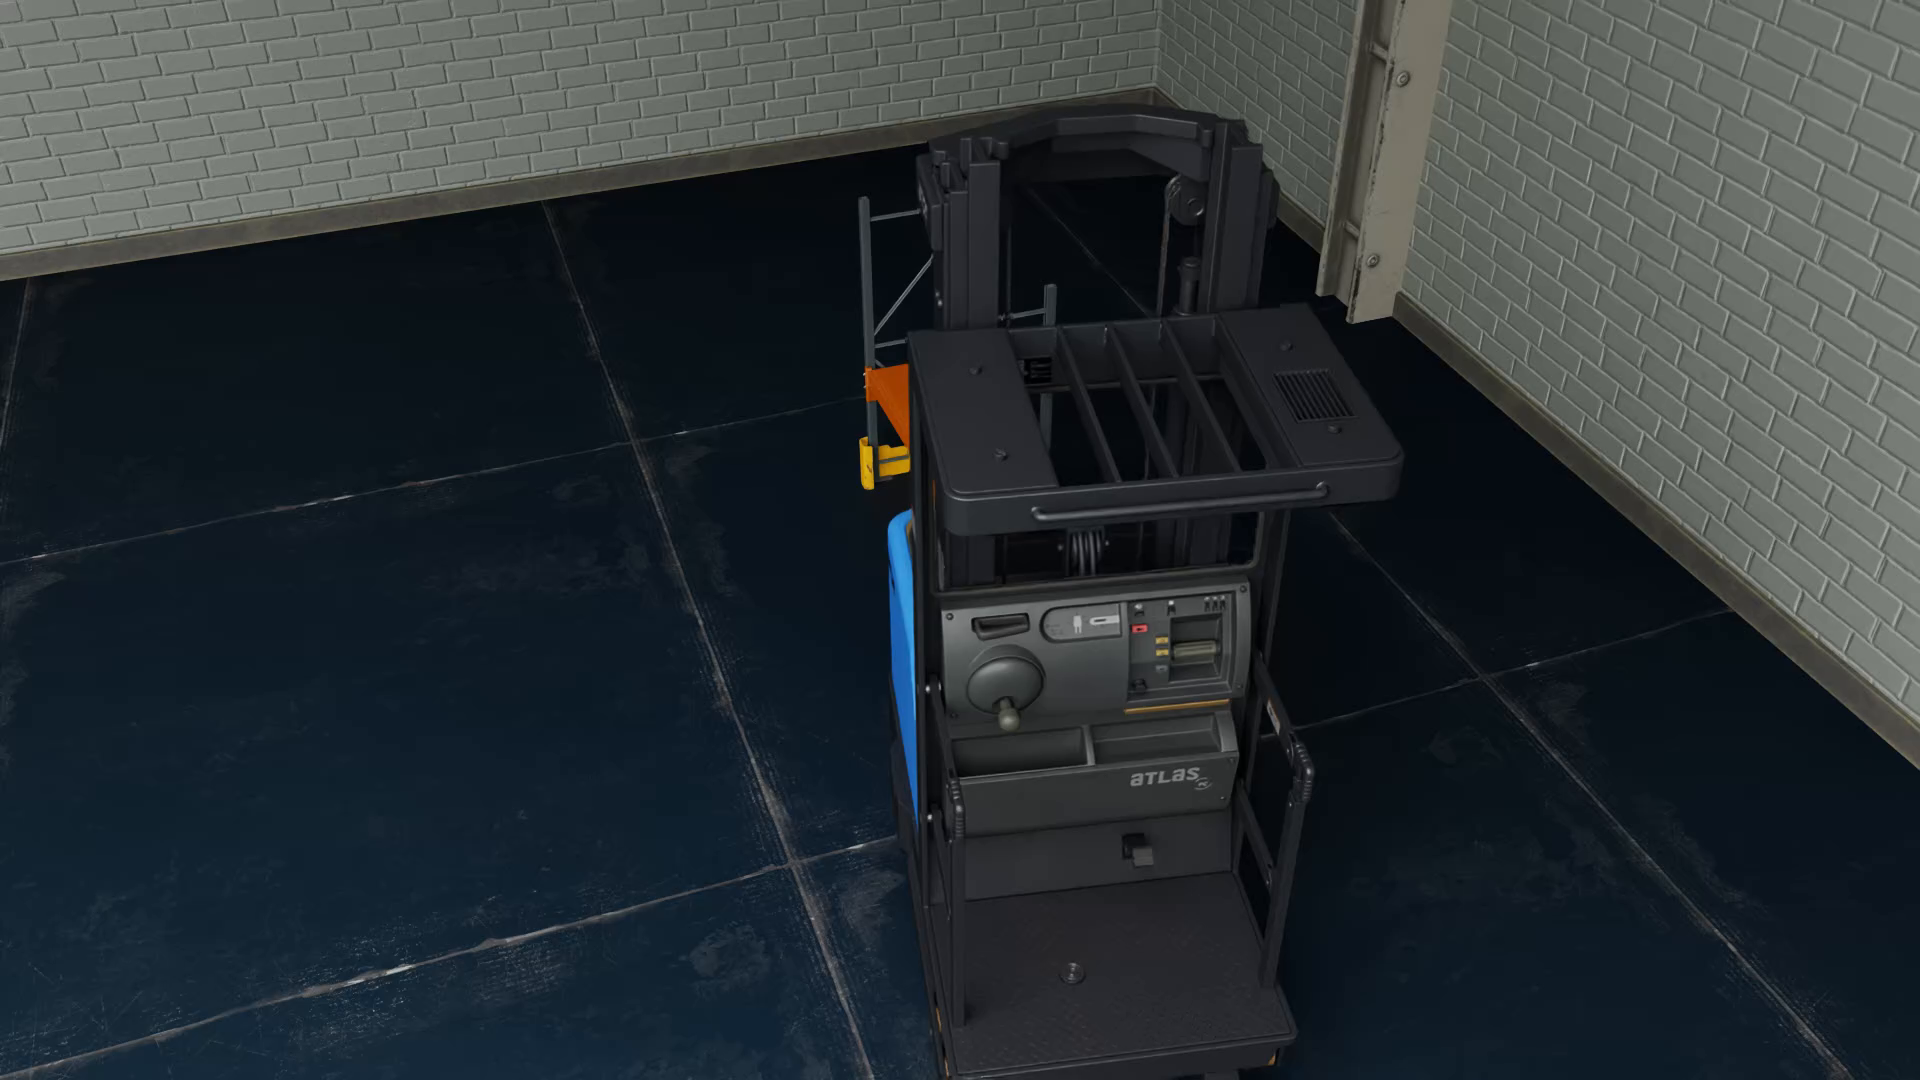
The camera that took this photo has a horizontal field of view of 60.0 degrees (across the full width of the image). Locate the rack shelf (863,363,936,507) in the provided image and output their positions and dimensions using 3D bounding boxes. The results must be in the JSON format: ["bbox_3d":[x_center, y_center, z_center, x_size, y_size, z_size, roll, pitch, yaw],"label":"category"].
[{"bbox_3d":[-0.029,-0.504,7.471,0.538,0.185,1.000,-12,39,-16],"label":"rack shelf"}]

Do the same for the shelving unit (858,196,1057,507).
[{"bbox_3d":[-0.026,-0.642,7.356,0.587,1.500,1.083,-12,39,-16],"label":"shelving unit"}]

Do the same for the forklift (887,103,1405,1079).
[{"bbox_3d":[0.442,0.410,4.770,1.130,2.935,3.031,-5,37,-7],"label":"forklift"}]

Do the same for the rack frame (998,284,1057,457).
[{"bbox_3d":[0.146,-0.360,6.981,0.500,1.500,0.032,-12,39,-16],"label":"rack frame"}]

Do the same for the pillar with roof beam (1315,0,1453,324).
[{"bbox_3d":[-1.769,-4.063,5.665,9.100,9.000,0.400,-12,39,-16],"label":"pillar with roof beam"}]

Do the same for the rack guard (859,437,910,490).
[{"bbox_3d":[-0.198,-0.424,8.105,0.587,0.250,0.087,-12,39,-16],"label":"rack guard"}]

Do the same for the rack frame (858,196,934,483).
[{"bbox_3d":[-0.204,-0.934,7.744,0.500,1.500,0.032,-12,39,-16],"label":"rack frame"}]
